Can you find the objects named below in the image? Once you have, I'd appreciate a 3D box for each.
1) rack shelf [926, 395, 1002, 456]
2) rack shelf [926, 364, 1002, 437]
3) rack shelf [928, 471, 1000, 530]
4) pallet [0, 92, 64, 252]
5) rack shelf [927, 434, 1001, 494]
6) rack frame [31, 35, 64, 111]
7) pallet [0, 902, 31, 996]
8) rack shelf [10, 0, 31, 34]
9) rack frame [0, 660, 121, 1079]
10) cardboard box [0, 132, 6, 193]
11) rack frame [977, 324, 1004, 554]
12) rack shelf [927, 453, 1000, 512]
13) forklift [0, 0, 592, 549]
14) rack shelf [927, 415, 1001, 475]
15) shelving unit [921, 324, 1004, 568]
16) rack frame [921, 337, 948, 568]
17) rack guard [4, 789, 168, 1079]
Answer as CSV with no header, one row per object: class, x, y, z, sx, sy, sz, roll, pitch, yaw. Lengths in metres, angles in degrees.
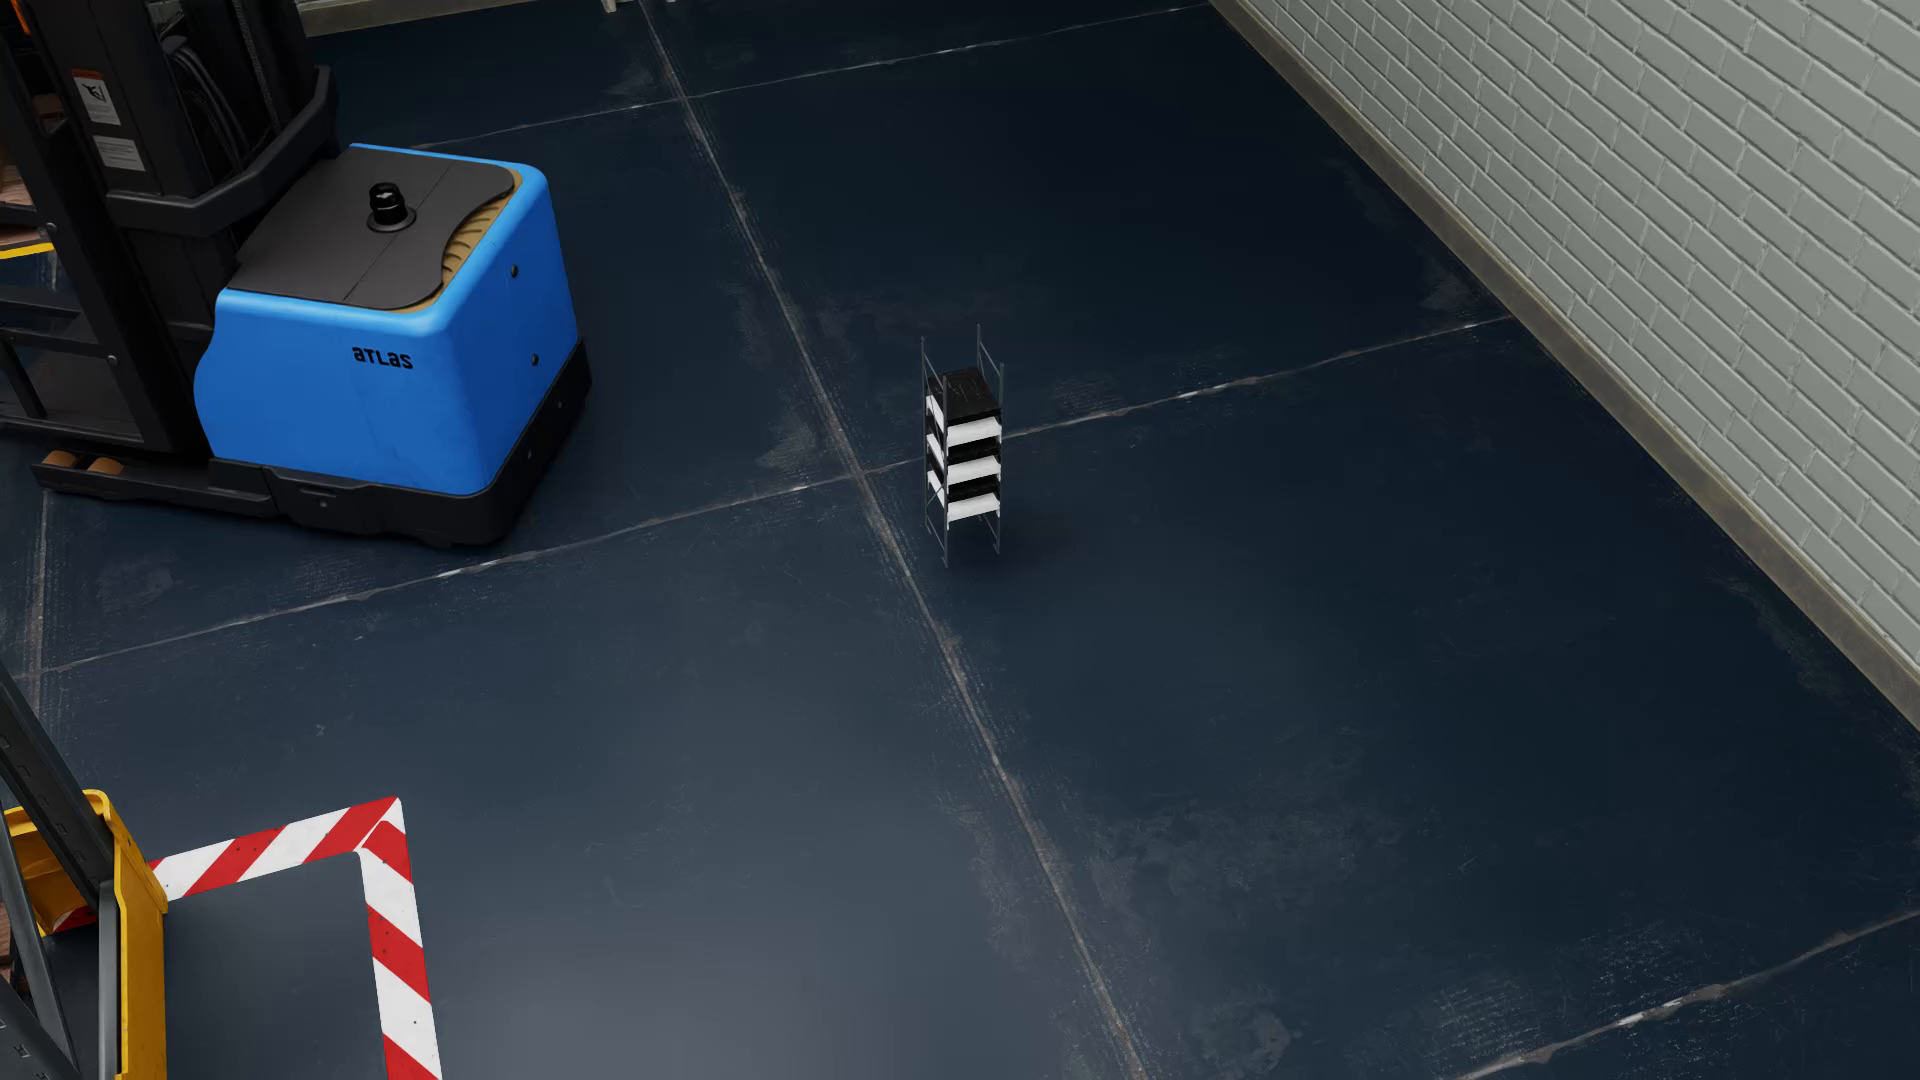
rack shelf,0.008,-0.423,5.829,0.200,0.077,0.258,-14,47,-14
rack shelf,0.008,-0.487,5.766,0.200,0.077,0.258,-14,47,-14
rack shelf,0.008,-0.169,6.084,0.200,0.077,0.258,-14,47,-14
pallet,-4.780,-1.654,7.749,1.213,0.211,1.003,-14,47,-14
rack shelf,0.008,-0.296,5.957,0.200,0.077,0.258,-14,47,-14
rack frame,-4.054,-2.883,7.005,0.127,3.000,1.000,-14,47,-14
pallet,-3.190,1.612,4.495,1.213,0.211,1.003,-14,47,-14
rack shelf,-5.935,-2.148,6.781,4.000,0.370,1.077,-14,47,-14
rack frame,-2.369,0.417,3.717,0.127,3.000,1.000,-14,47,-14
cardboard box,-4.679,-1.913,7.508,0.500,0.500,0.700,-14,47,-14
rack frame,0.103,-0.344,5.958,0.006,0.900,0.240,-14,47,-14
rack shelf,0.008,-0.233,6.021,0.200,0.077,0.258,-14,47,-14
forklift,-3.073,-1.543,5.719,3.031,2.935,1.130,9,46,9
rack shelf,0.008,-0.360,5.893,0.200,0.077,0.258,-14,47,-14
shelving unit,0.008,-0.320,5.933,0.210,0.900,0.258,-14,47,-14
rack frame,-0.088,-0.295,5.909,0.006,0.900,0.240,-14,47,-14
rack guard,-2.440,1.317,4.584,0.348,0.500,1.175,-14,47,-14
